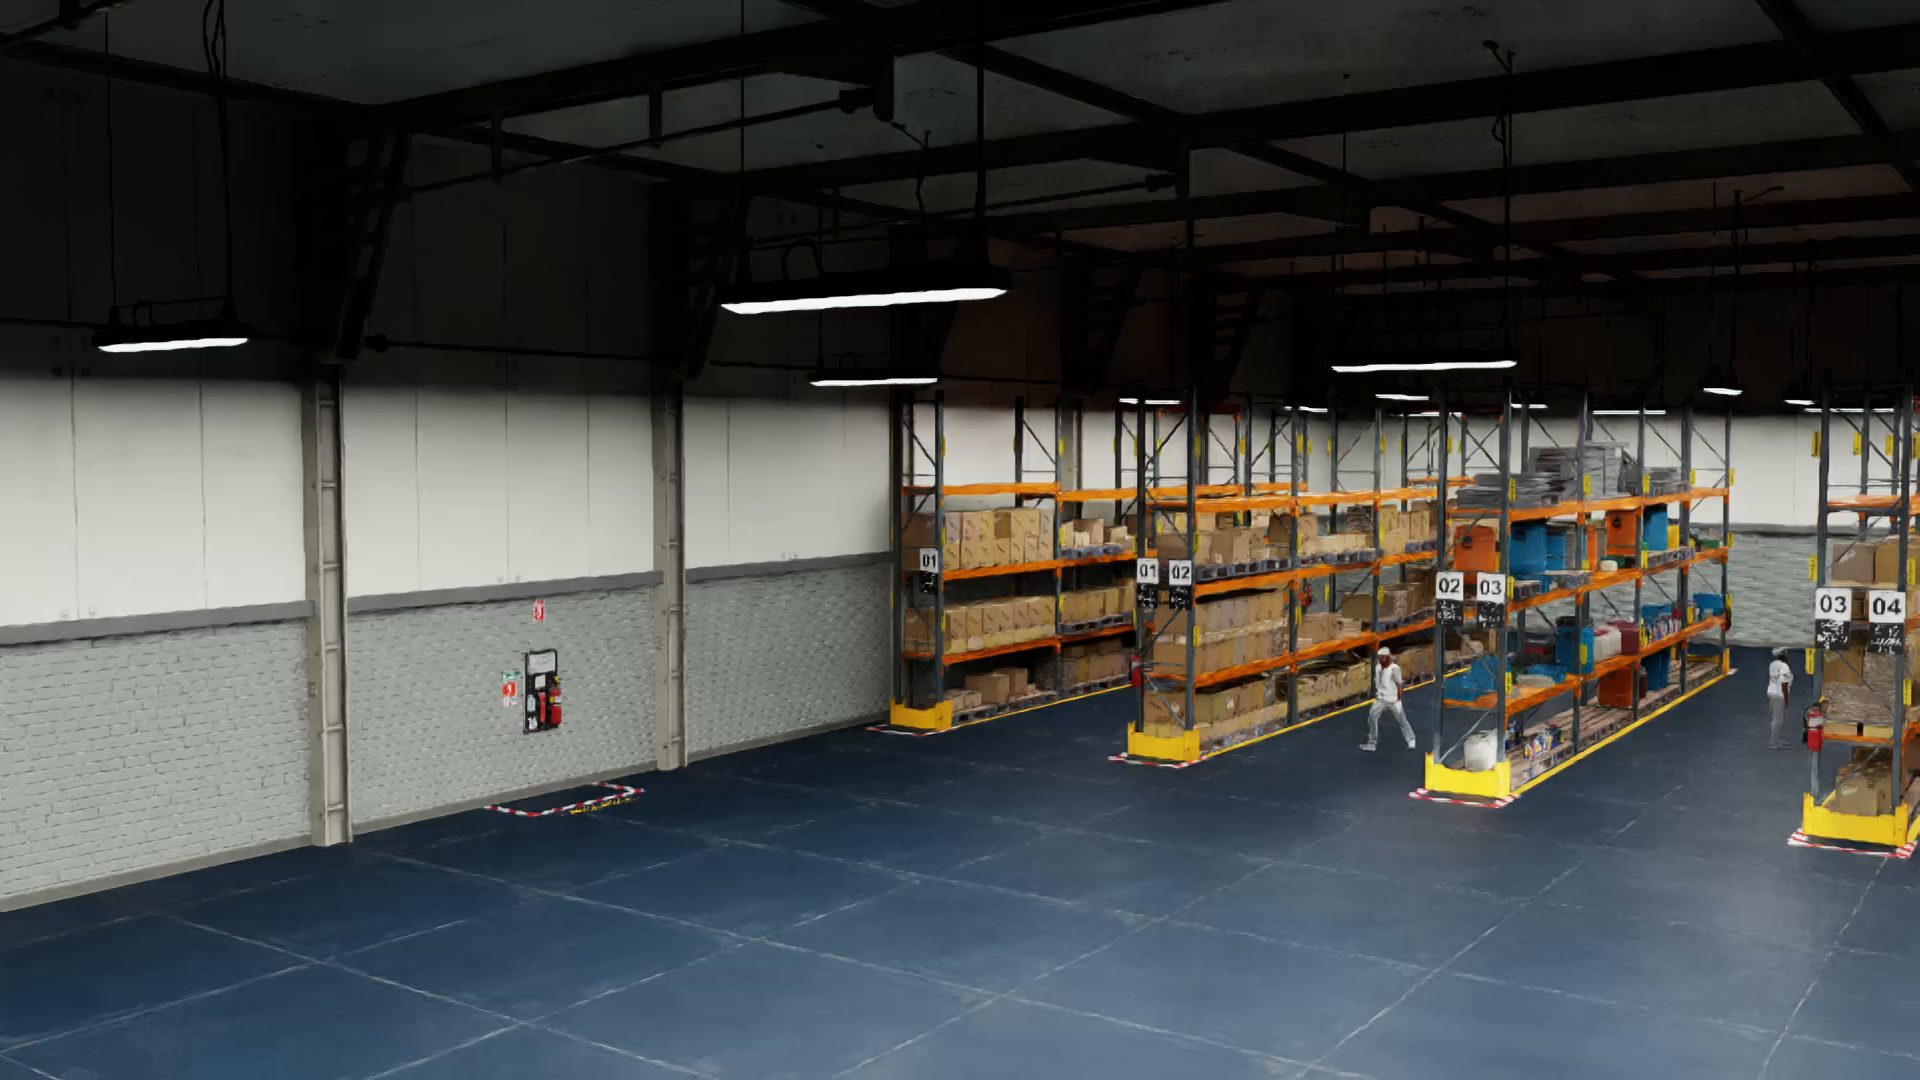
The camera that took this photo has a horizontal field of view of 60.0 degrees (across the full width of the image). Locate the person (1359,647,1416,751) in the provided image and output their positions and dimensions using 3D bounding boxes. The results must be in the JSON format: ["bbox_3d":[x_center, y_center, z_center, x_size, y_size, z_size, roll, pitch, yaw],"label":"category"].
[{"bbox_3d":[7.052,2.607,27.316,0.975,1.730,0.607,-2,4,-34],"label":"person"}]

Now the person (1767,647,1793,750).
[{"bbox_3d":[13.594,2.603,27.522,0.415,1.676,0.499,0,3,4],"label":"person"}]
